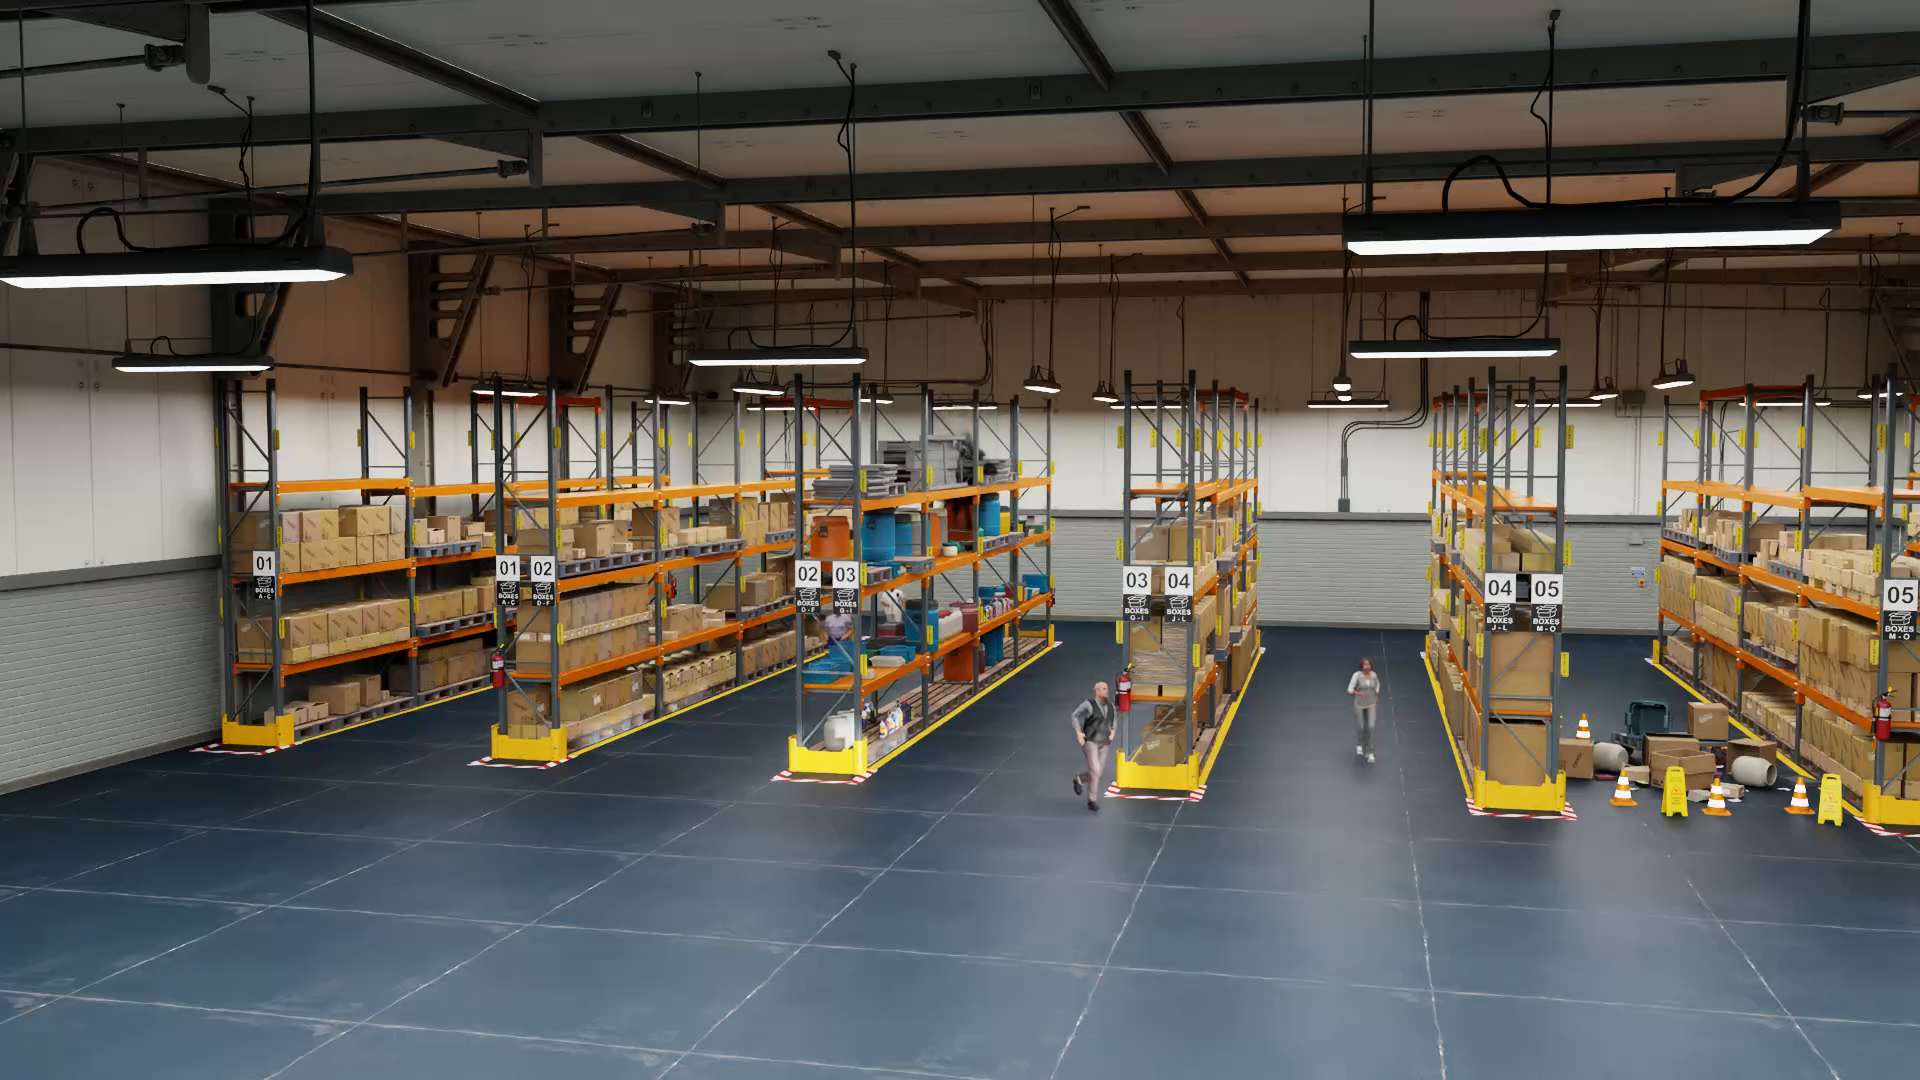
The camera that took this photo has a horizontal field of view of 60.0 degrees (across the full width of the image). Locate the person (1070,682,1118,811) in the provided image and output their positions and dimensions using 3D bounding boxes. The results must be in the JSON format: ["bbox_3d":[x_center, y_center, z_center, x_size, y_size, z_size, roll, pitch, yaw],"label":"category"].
[{"bbox_3d":[1.867,2.806,22.867,0.706,1.707,0.810,-2,4,-29],"label":"person"}]

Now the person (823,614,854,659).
[{"bbox_3d":[-2.345,2.008,31.820,0.607,1.619,0.503,0,3,3],"label":"person"}]

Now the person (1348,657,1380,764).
[{"bbox_3d":[6.325,2.644,26.044,0.524,1.633,0.731,0,3,5],"label":"person"}]

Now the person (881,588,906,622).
[{"bbox_3d":[-1.605,1.799,39.888,0.577,1.710,0.711,0,3,8],"label":"person"}]
